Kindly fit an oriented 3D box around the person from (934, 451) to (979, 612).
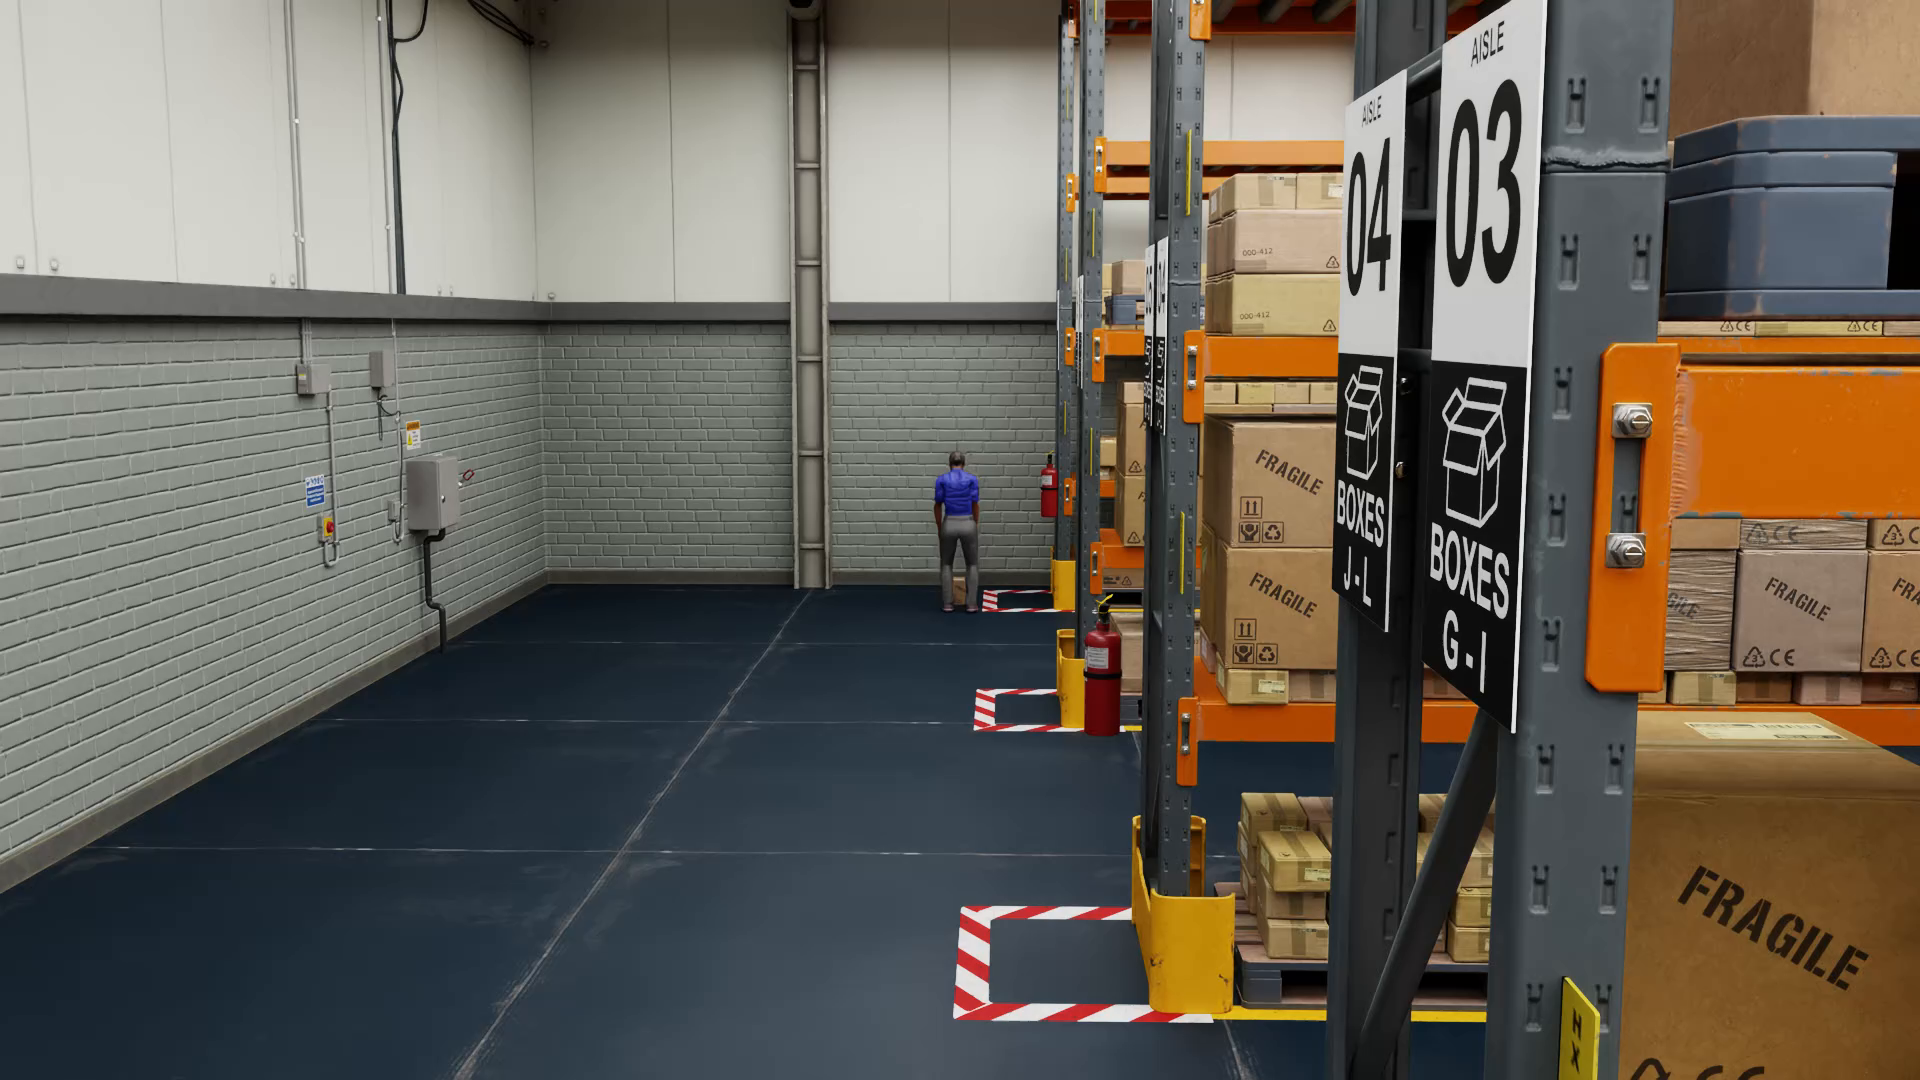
[{"bbox_3d":[-0.036,-0.078,16.642,0.457,1.610,0.375,1,7,4],"label":"person"}]
